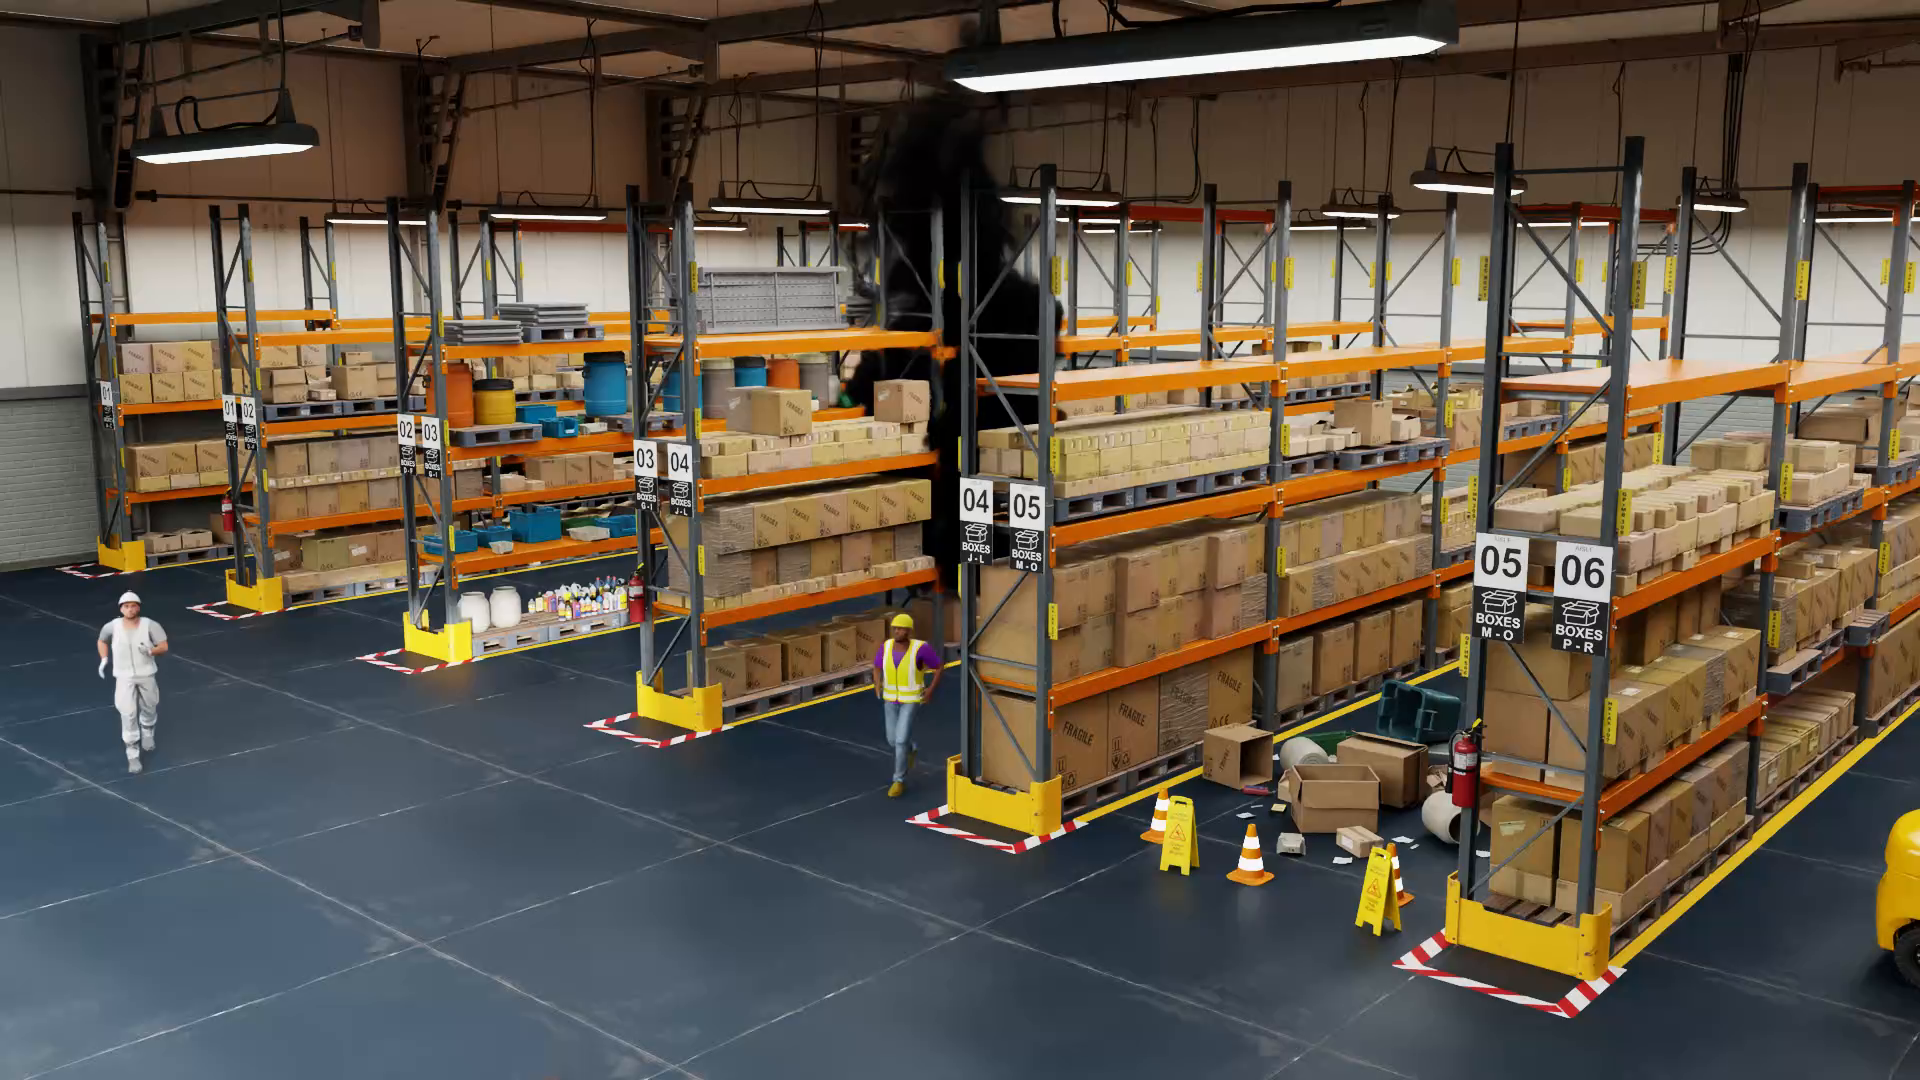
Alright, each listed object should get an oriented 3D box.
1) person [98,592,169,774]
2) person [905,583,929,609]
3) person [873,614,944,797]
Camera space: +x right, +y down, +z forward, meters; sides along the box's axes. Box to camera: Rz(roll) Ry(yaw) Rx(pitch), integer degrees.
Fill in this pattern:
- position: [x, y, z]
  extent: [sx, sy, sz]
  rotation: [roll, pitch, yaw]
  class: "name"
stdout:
- position: [-8.513, 1.417, 17.170]
  extent: [0.658, 1.785, 0.981]
  rotation: [-5, 11, -27]
  class: "person"
- position: [-0.733, 0.242, 24.907]
  extent: [0.550, 1.610, 0.544]
  rotation: [7, 12, 35]
  class: "person"
- position: [-0.539, 1.586, 16.470]
  extent: [0.726, 1.766, 0.799]
  rotation: [4, 10, 23]
  class: "person"
